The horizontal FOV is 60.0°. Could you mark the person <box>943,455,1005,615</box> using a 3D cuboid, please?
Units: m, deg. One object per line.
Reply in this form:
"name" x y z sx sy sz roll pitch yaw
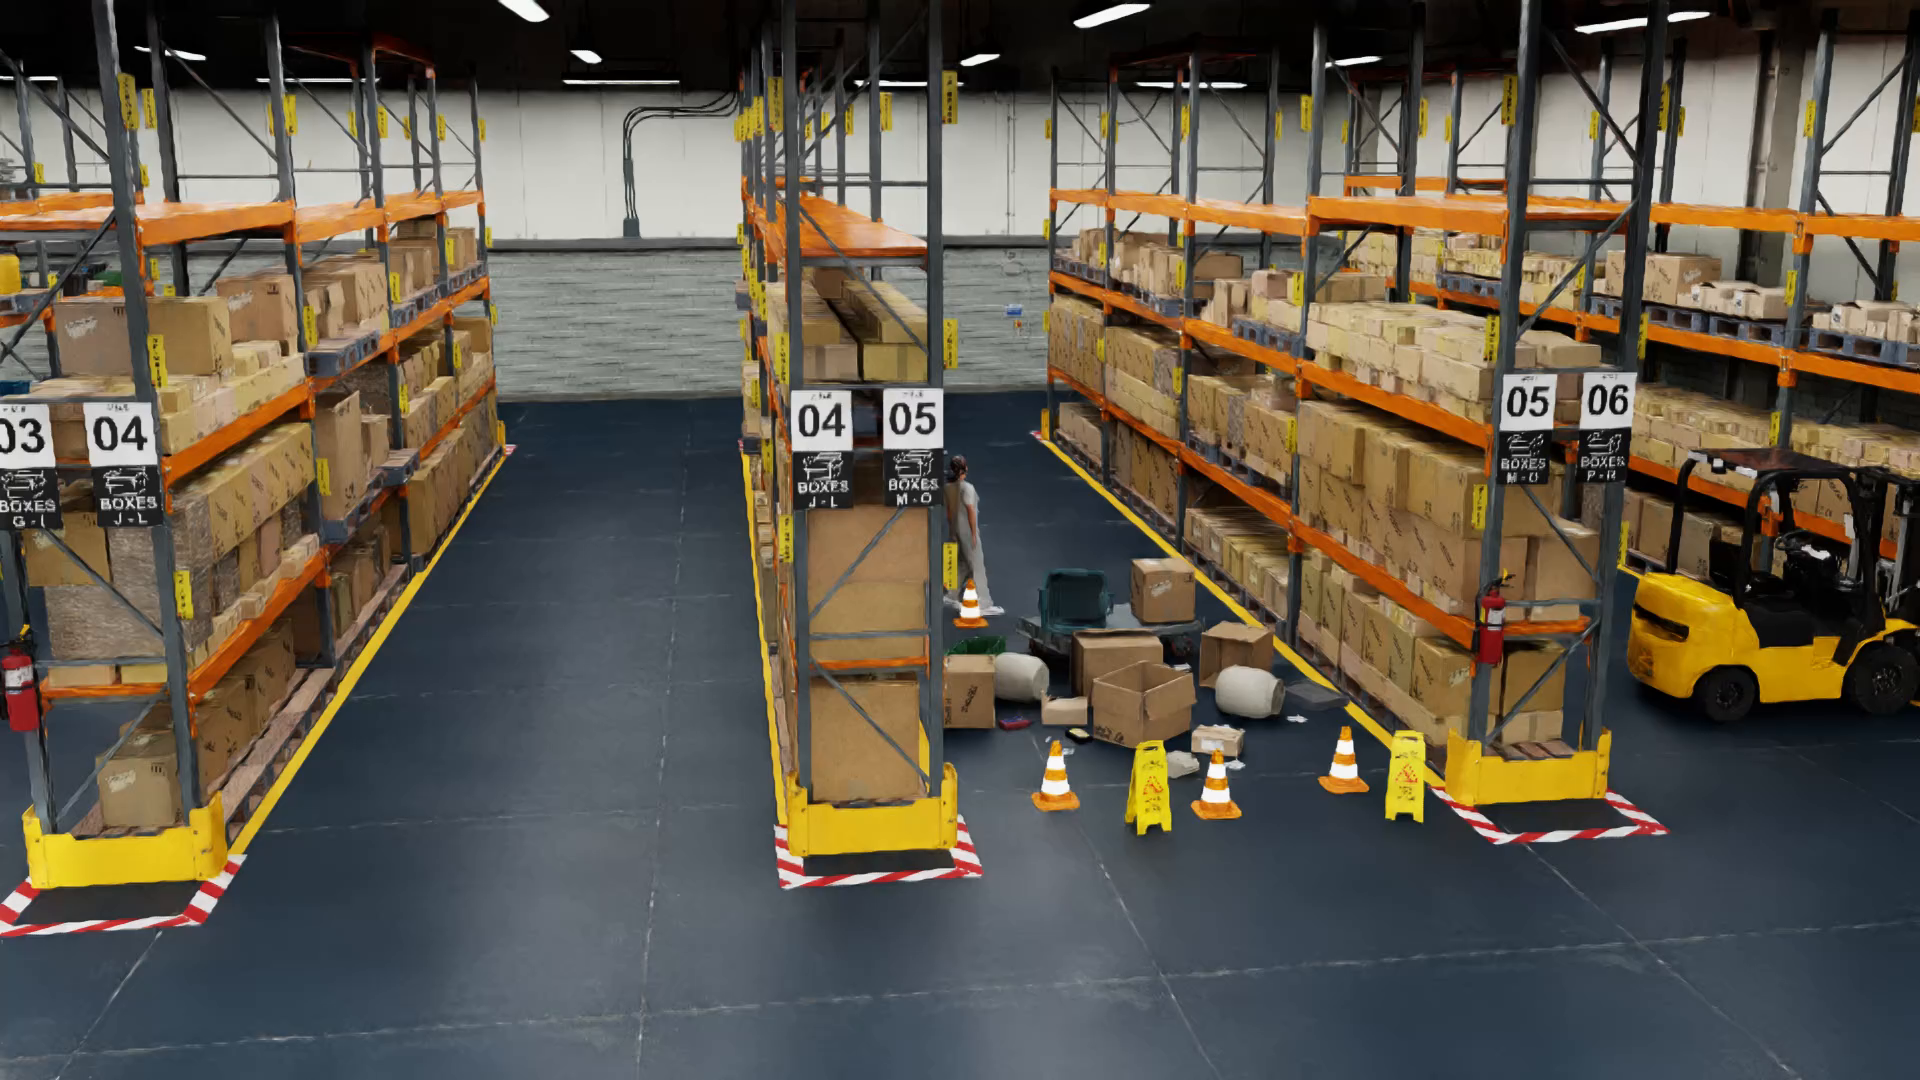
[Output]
"person" 0.105 -0.057 17.233 0.486 1.642 0.640 -9 16 -33
